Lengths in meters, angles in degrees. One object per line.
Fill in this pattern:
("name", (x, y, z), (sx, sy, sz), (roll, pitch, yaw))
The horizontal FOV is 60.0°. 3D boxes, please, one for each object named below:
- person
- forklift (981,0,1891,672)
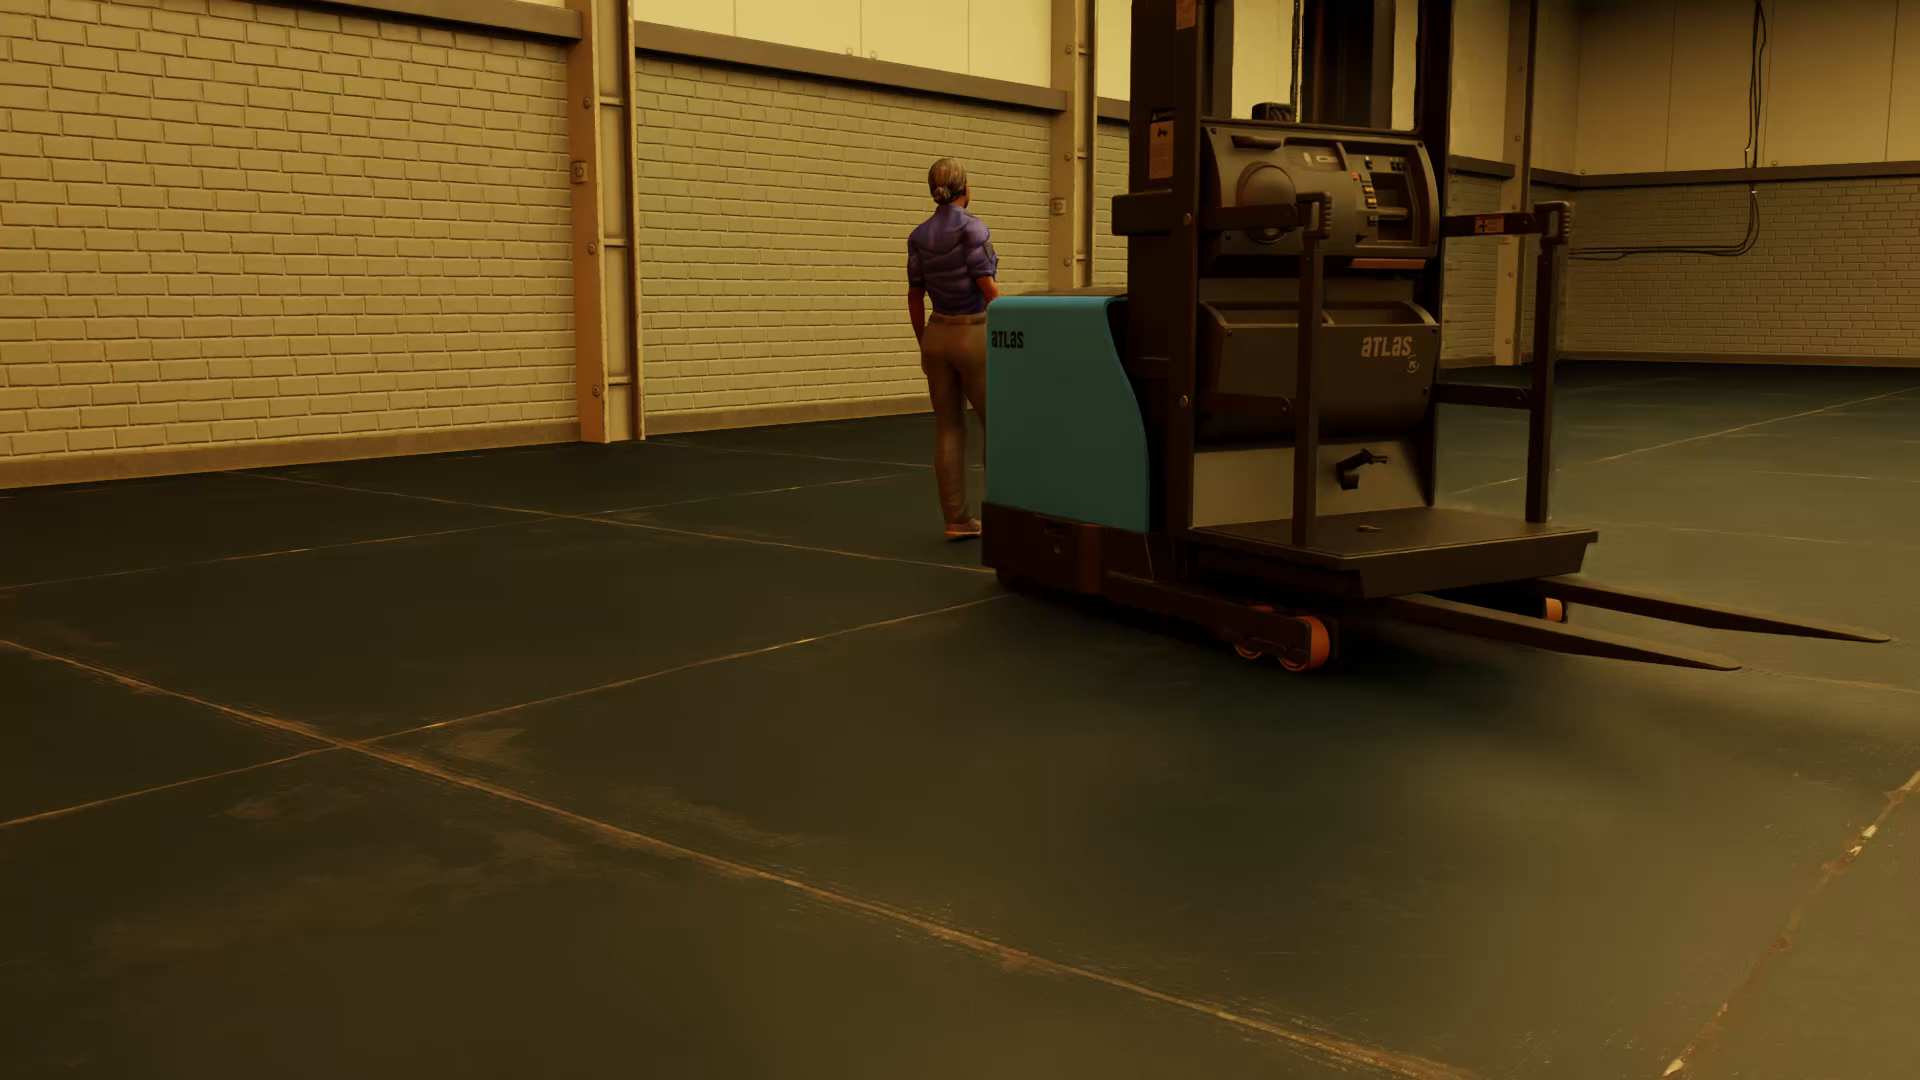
("person", (0.071, -0.834, 7.339), (0.569, 1.656, 0.503), (7, 11, 38))
("forklift", (1.273, -1.145, 5.109), (1.130, 2.935, 3.031), (-5, 10, -31))
